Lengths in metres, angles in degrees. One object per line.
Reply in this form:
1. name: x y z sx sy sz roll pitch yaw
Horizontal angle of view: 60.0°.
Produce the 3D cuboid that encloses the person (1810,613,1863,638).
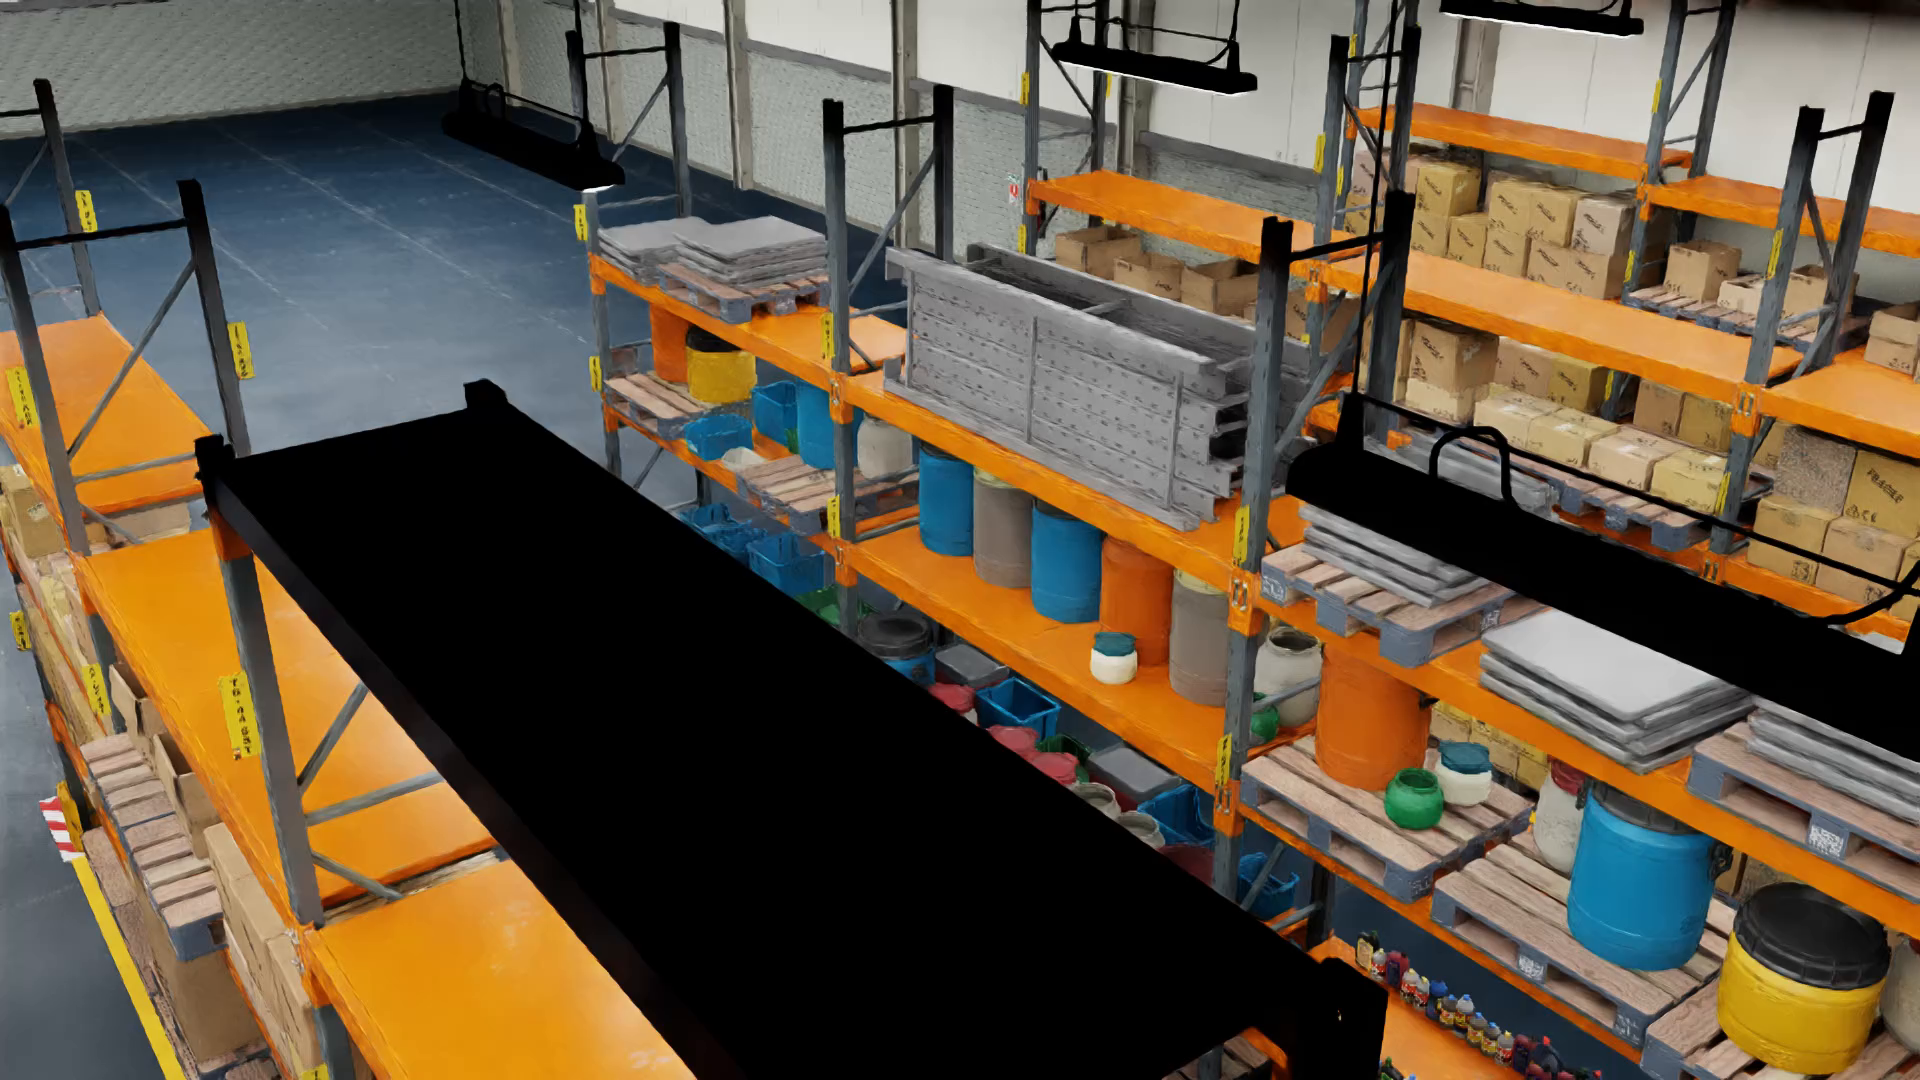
1. person: 8.111 0.775 15.361 0.444 1.604 1.016 -23 33 -40
